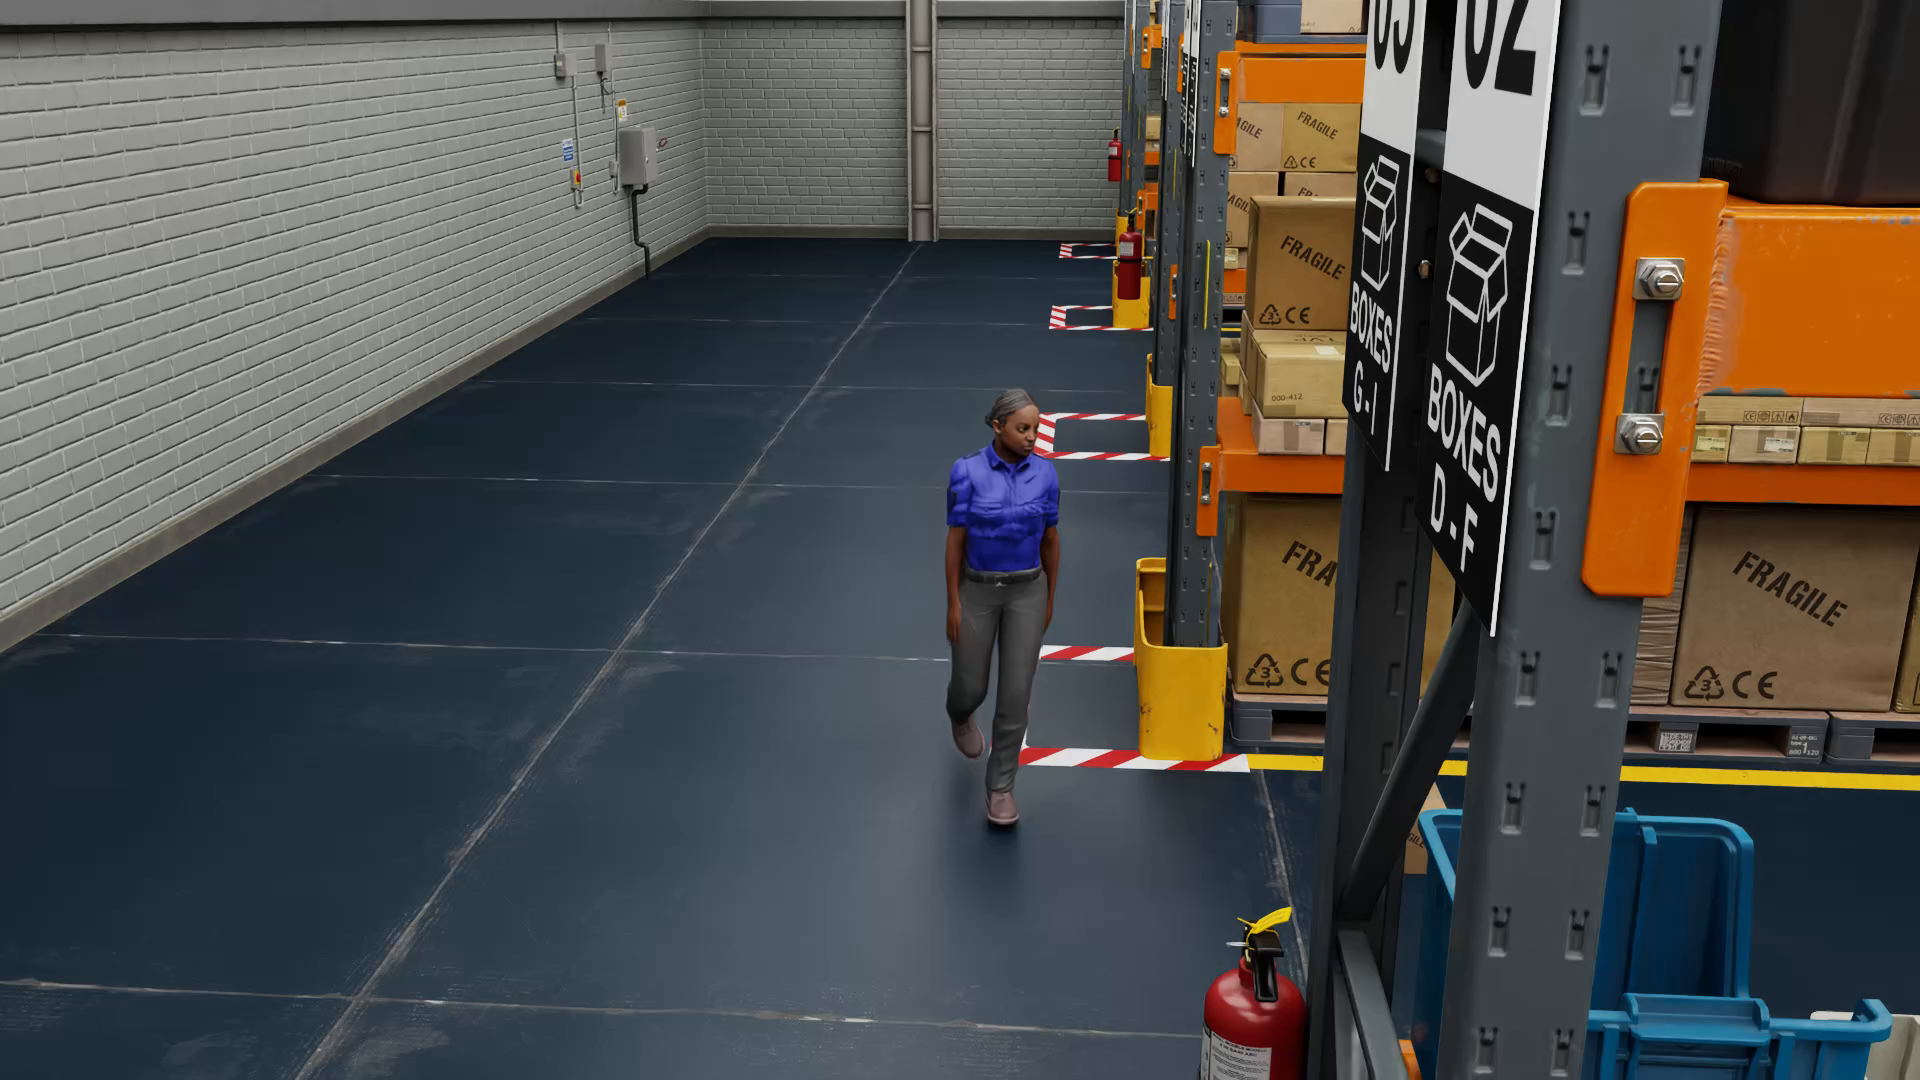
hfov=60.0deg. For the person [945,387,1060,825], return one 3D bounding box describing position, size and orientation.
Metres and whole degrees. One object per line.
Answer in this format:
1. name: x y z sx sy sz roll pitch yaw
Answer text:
1. person: 0.161 0.213 6.348 0.453 1.632 0.695 -2 18 -7
